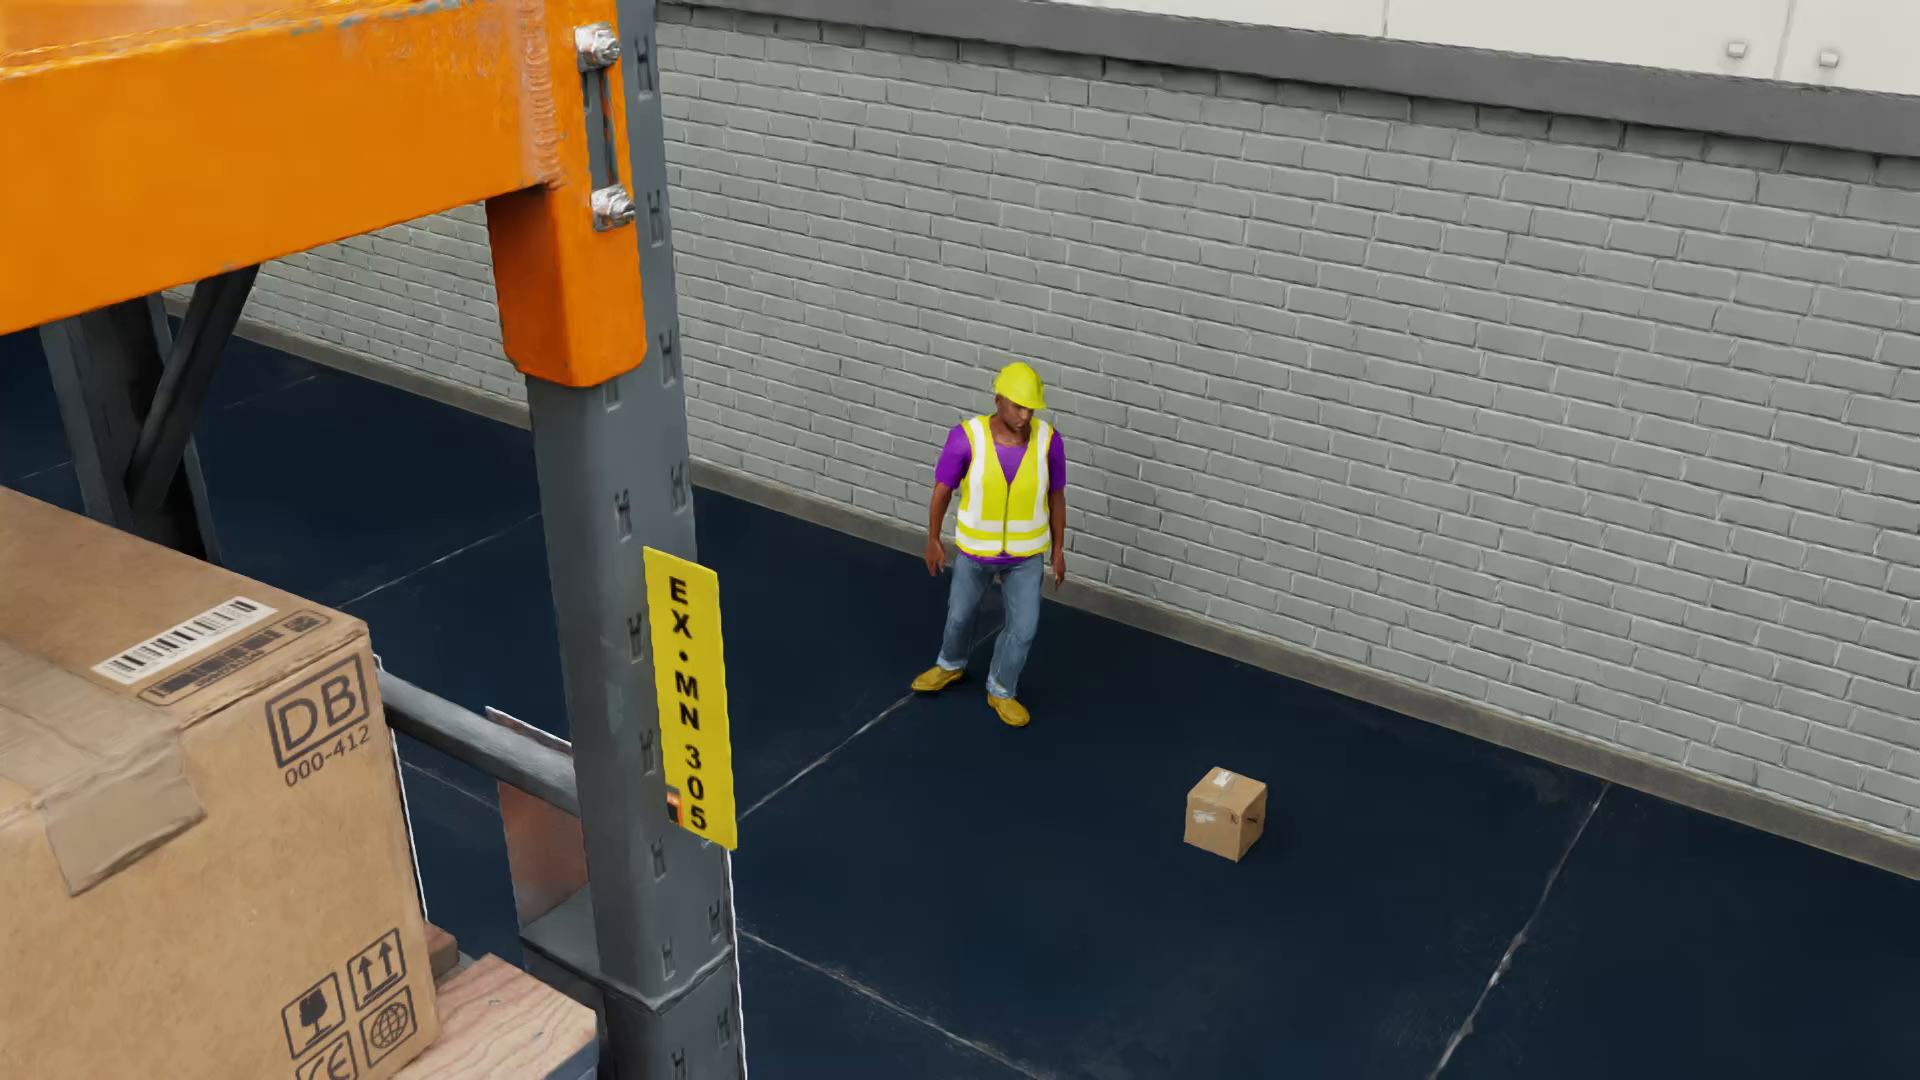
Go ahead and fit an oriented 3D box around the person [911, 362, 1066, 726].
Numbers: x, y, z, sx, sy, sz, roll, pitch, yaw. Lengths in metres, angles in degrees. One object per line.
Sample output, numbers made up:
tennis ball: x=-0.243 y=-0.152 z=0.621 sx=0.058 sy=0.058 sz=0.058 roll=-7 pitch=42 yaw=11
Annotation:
person: x=0.122 y=-0.002 z=7.612 sx=0.716 sy=1.747 sz=0.508 roll=-1 pitch=27 yaw=-2
